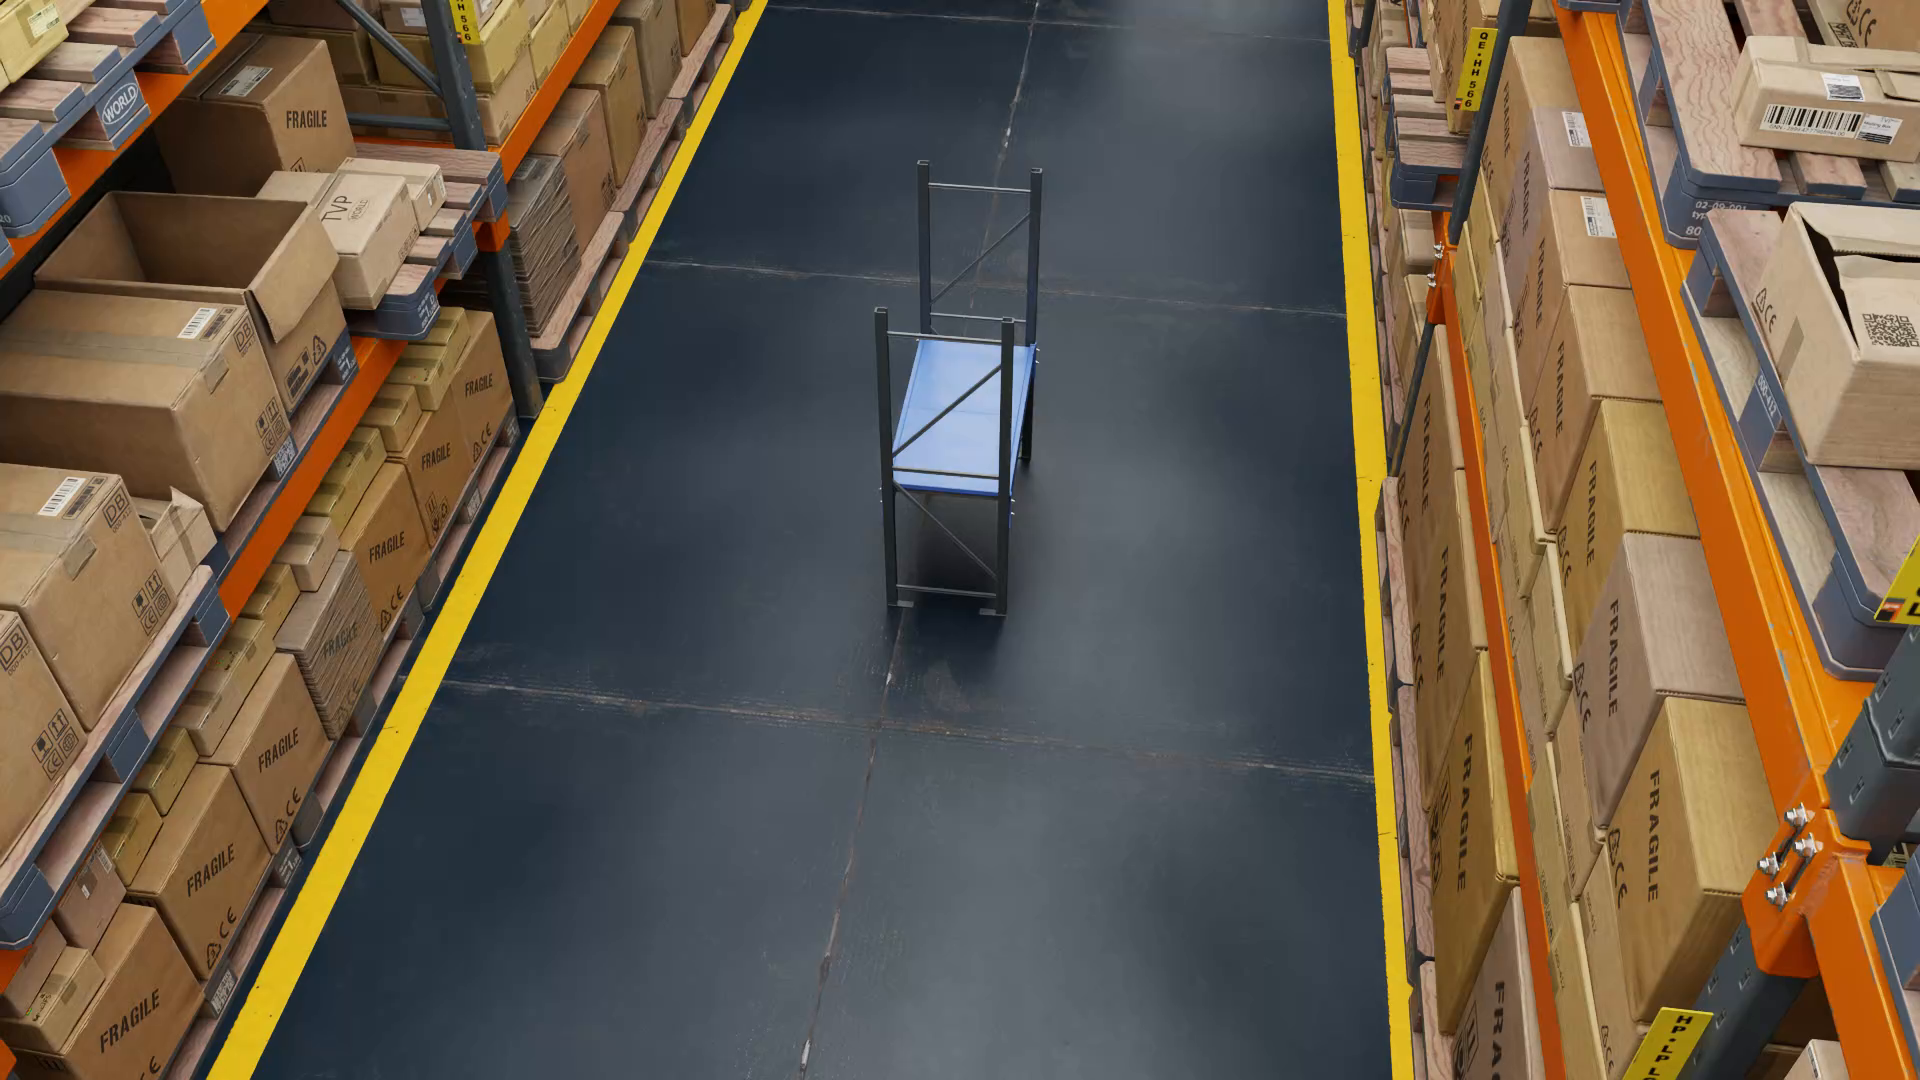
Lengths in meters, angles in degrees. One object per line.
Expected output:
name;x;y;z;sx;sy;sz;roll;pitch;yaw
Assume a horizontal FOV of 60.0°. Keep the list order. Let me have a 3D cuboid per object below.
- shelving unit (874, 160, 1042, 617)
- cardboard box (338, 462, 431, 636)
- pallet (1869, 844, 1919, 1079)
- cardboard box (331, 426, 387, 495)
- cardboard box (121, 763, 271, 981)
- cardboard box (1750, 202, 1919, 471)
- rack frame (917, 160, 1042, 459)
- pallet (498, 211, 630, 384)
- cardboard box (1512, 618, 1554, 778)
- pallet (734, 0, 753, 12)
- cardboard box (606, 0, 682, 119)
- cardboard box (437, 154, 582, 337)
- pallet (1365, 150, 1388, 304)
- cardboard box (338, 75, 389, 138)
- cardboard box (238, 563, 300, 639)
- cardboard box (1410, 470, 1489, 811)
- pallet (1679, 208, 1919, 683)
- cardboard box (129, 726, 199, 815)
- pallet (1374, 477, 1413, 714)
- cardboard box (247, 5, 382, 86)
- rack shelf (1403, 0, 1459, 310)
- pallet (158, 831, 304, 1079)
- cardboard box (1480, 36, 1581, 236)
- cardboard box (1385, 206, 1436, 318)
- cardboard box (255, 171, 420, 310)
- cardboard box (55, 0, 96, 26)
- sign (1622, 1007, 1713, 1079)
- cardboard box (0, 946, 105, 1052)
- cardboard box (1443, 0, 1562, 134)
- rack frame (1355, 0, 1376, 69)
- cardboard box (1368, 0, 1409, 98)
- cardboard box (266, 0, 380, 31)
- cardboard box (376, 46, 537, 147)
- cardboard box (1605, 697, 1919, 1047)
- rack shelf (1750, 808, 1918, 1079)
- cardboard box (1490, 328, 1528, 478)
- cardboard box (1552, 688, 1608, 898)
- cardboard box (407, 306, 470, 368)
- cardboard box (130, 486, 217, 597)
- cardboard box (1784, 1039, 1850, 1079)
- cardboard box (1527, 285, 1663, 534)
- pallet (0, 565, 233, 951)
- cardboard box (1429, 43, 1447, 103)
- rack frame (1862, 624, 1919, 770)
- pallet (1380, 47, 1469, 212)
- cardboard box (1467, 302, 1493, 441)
shelving unit;0.011;-0.603;6.796;0.538;1.500;1.048;5;44;6
cardboard box;-2.472;0.021;6.559;0.500;0.500;0.500;7;44;7
pallet;1.787;0.935;1.964;1.003;0.211;1.213;5;44;6
cardboard box;-2.464;-0.320;6.447;0.380;0.149;0.250;6;44;7
cardboard box;-2.667;1.069;5.452;0.500;0.500;0.500;5;44;5
cardboard box;1.814;-0.394;3.062;0.500;0.311;0.500;5;44;6
rack frame;0.078;-0.949;7.162;0.500;1.500;0.032;5;44;6
pallet;-2.339;-1.284;8.453;1.003;0.211;1.213;5;44;6
cardboard box;1.869;0.472;4.679;0.500;0.250;0.500;4;44;4
pallet;-1.811;-3.991;11.311;1.003;0.211;1.213;5;44;6
cardboard box;-2.126;-2.871;9.522;0.875;0.625;0.625;5;44;5
cardboard box;-2.390;-1.453;8.025;0.875;0.625;0.625;7;44;7
pallet;2.703;-1.640;8.828;1.003;0.211;1.213;5;44;6
cardboard box;-2.680;-2.015;7.305;0.500;0.250;0.500;4;44;5
cardboard box;-2.587;0.204;5.894;0.380;0.149;0.250;5;44;6
cardboard box;2.139;0.399;5.887;0.875;0.875;0.875;6;44;6
pallet;1.978;-0.214;3.252;0.805;0.209;1.217;4;44;4
cardboard box;-2.699;0.726;5.342;0.380;0.149;0.250;5;44;5
pallet;2.255;0.252;6.830;1.003;0.211;1.213;5;44;6
cardboard box;-2.702;-2.198;7.135;0.500;0.250;0.500;6;44;6
rack shelf;2.699;-2.393;8.118;1.077;0.370;4.000;5;44;6
pallet;-2.945;1.442;5.574;1.003;0.211;1.213;5;44;6
cardboard box;2.127;-1.376;5.722;0.500;0.500;0.500;4;44;4
cardboard box;2.608;-1.377;8.128;0.950;0.372;0.625;4;44;5
cardboard box;-2.305;-1.089;6.022;0.500;0.250;0.500;3;44;4
cardboard box;-2.404;-1.417;4.188;0.380;0.149;0.250;6;44;6
sign;1.366;1.001;3.227;0.100;0.325;0.005;5;44;6
cardboard box;-2.704;1.286;4.751;0.380;0.149;0.250;7;44;7
cardboard box;2.219;-1.923;6.504;0.500;0.500;0.500;4;44;4
rack frame;2.963;-4.017;9.311;1.000;3.000;0.127;5;44;6
cardboard box;2.896;-2.857;9.692;0.950;0.372;0.625;6;44;6
cardboard box;-2.644;-2.251;6.901;0.380;0.149;0.250;7;44;7
cardboard box;-2.185;-1.965;7.253;0.500;0.250;0.500;5;44;6
cardboard box;1.716;0.709;3.520;0.500;0.500;0.500;7;44;7
rack shelf;1.641;1.970;1.329;1.077;0.370;4.000;5;44;6
cardboard box;1.975;-0.404;5.241;0.500;0.250;0.500;5;44;5
cardboard box;1.782;0.644;4.133;0.500;0.250;0.500;6;44;7
cardboard box;-2.300;-0.860;7.018;0.380;0.149;0.250;3;44;3
cardboard box;-2.451;-0.029;4.891;0.396;0.266;0.258;7;44;8
cardboard box;1.607;0.992;2.749;0.380;0.149;0.250;5;44;5
cardboard box;1.917;-0.343;4.630;0.500;0.500;0.500;6;44;6
pallet;-2.801;0.522;4.657;1.003;0.211;1.213;5;44;6
cardboard box;2.197;-1.962;7.018;0.380;0.149;0.250;5;44;5
rack frame;1.906;-0.743;1.490;1.000;3.000;0.127;5;44;6
pallet;2.423;-1.716;7.021;1.213;0.211;1.003;5;44;6
cardboard box;2.070;-0.574;5.784;0.500;0.250;0.500;4;44;4
